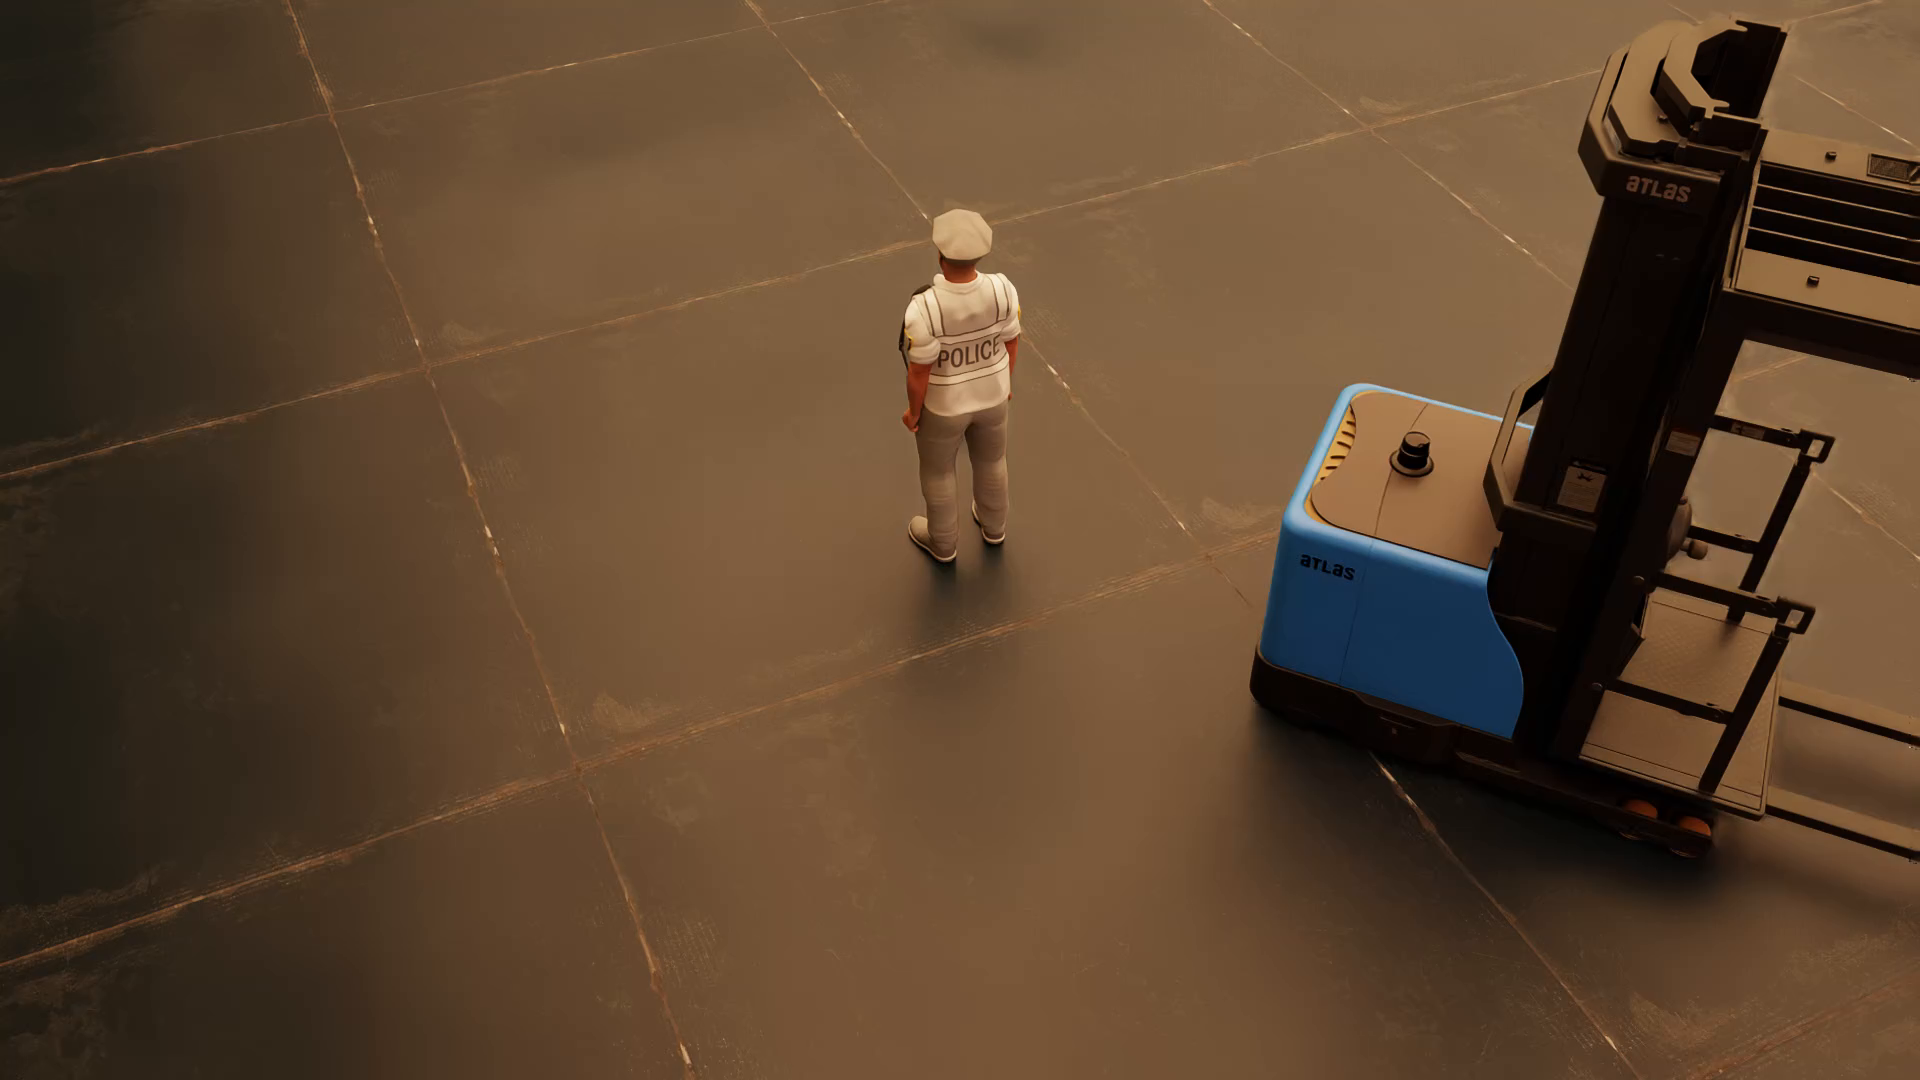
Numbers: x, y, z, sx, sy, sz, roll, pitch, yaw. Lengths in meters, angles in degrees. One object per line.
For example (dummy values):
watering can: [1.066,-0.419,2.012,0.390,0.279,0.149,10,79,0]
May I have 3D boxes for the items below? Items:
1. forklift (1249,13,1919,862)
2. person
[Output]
forklift: [2.789,-0.250,5.948,3.031,2.935,1.130,17,46,18]
person: [-0.008,-0.649,7.226,0.526,1.776,0.407,-18,46,-18]
